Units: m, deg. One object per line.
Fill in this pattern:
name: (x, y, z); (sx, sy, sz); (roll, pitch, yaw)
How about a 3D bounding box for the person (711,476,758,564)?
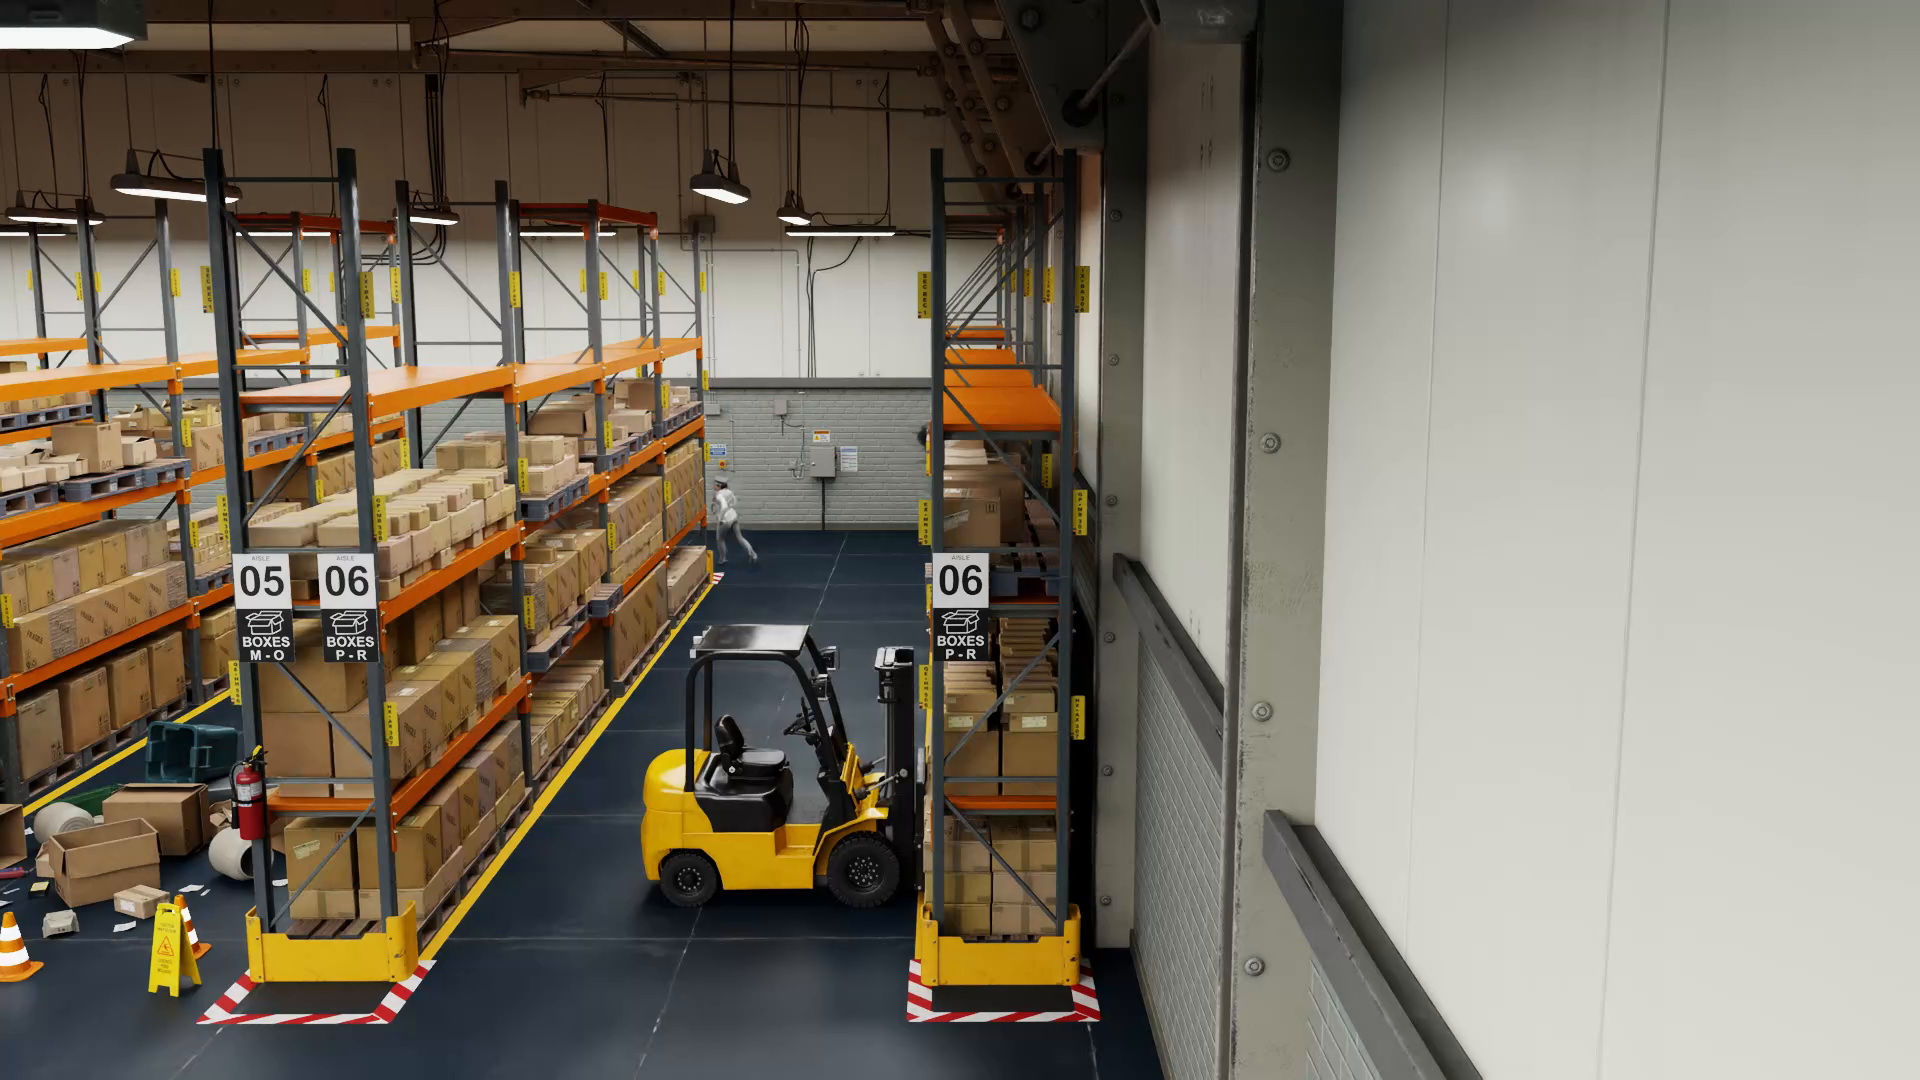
person: (-4.096, -0.316, 29.283); (0.941, 1.641, 0.701); (5, 11, 30)
